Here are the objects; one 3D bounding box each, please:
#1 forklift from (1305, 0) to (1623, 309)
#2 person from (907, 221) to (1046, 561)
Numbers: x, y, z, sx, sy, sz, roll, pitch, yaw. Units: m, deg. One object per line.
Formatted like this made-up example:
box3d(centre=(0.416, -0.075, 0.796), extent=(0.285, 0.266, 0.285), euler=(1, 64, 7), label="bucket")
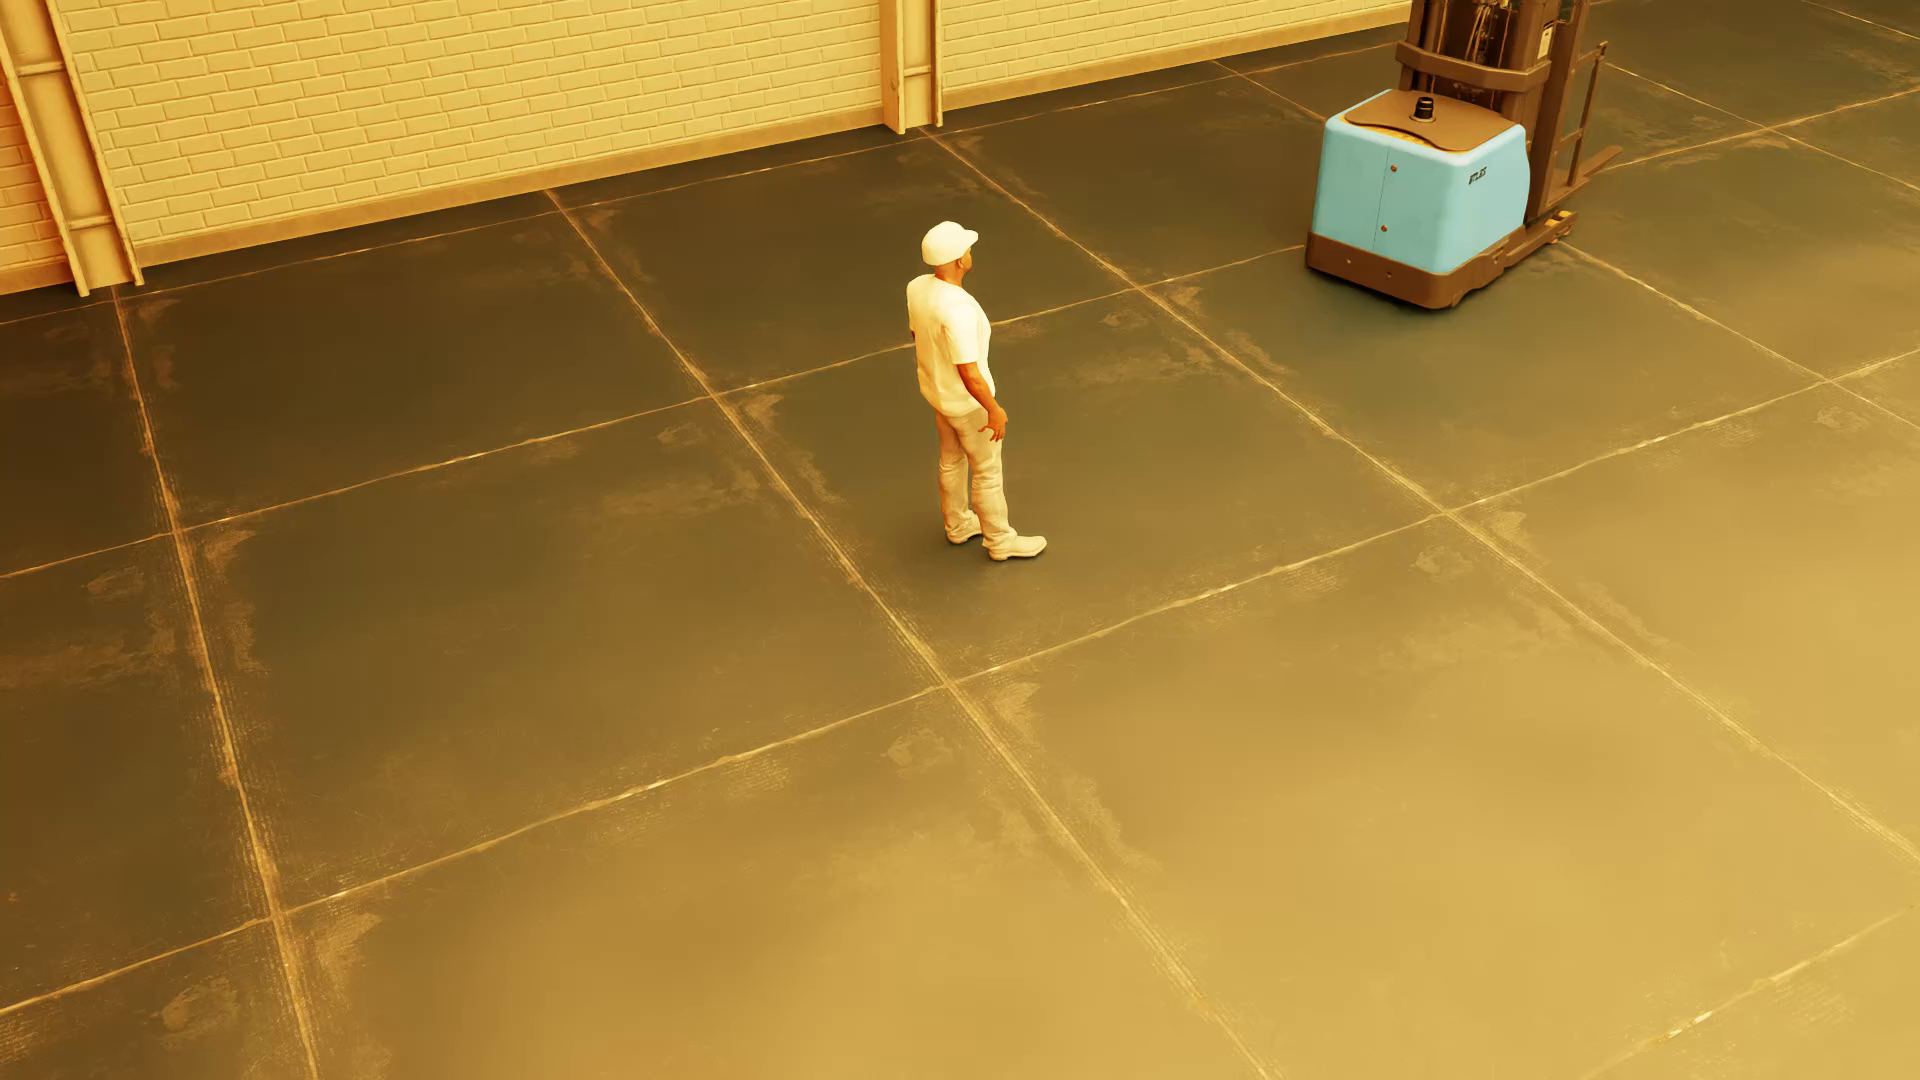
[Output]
box3d(centre=(3.685, -3.438, 10.986), extent=(1.130, 2.935, 3.031), euler=(28, 44, 34), label="forklift")
box3d(centre=(0.064, -0.743, 8.170), extent=(0.577, 1.765, 0.665), euler=(-17, 39, -23), label="person")
